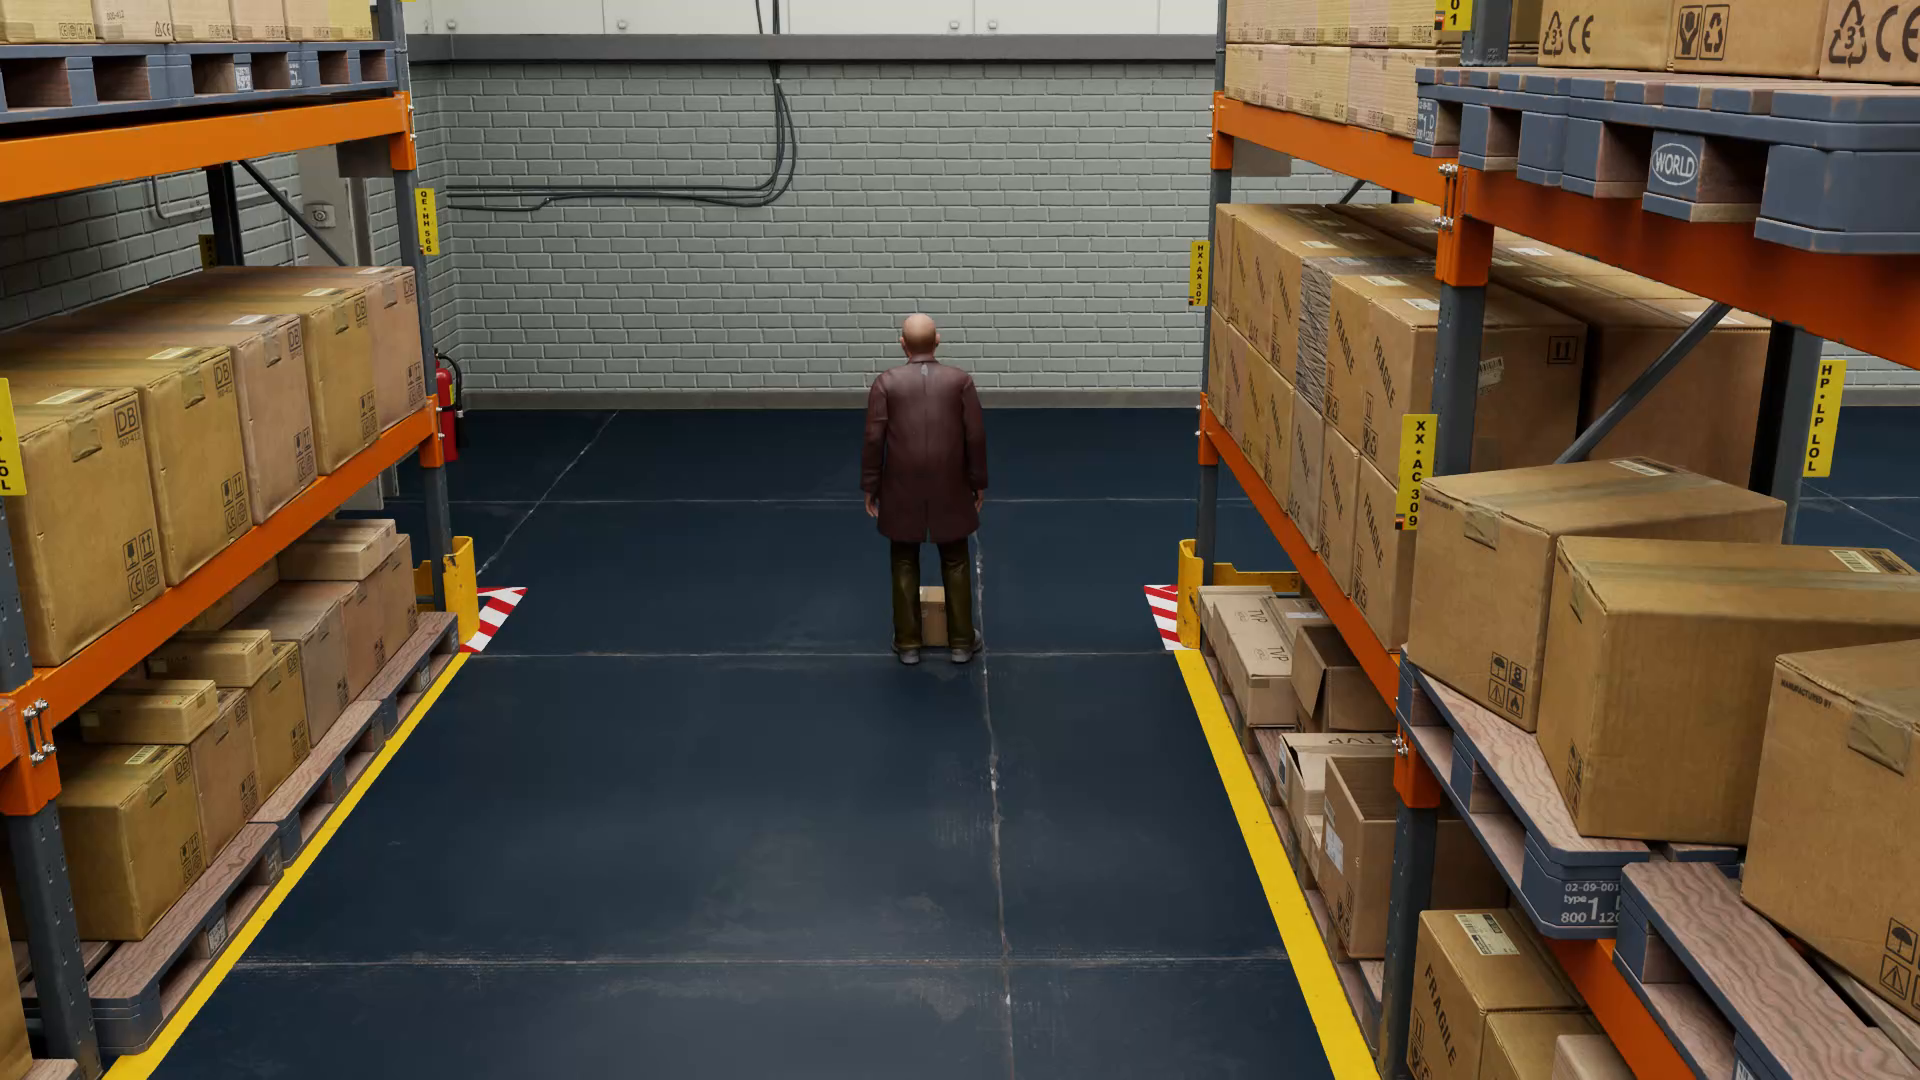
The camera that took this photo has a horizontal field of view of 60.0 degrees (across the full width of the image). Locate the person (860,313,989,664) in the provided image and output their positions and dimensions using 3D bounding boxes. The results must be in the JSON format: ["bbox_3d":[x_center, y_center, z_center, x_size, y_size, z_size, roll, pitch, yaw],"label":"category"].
[{"bbox_3d":[-0.179,-0.254,8.405,0.654,1.774,0.420,-1,17,-4],"label":"person"}]
